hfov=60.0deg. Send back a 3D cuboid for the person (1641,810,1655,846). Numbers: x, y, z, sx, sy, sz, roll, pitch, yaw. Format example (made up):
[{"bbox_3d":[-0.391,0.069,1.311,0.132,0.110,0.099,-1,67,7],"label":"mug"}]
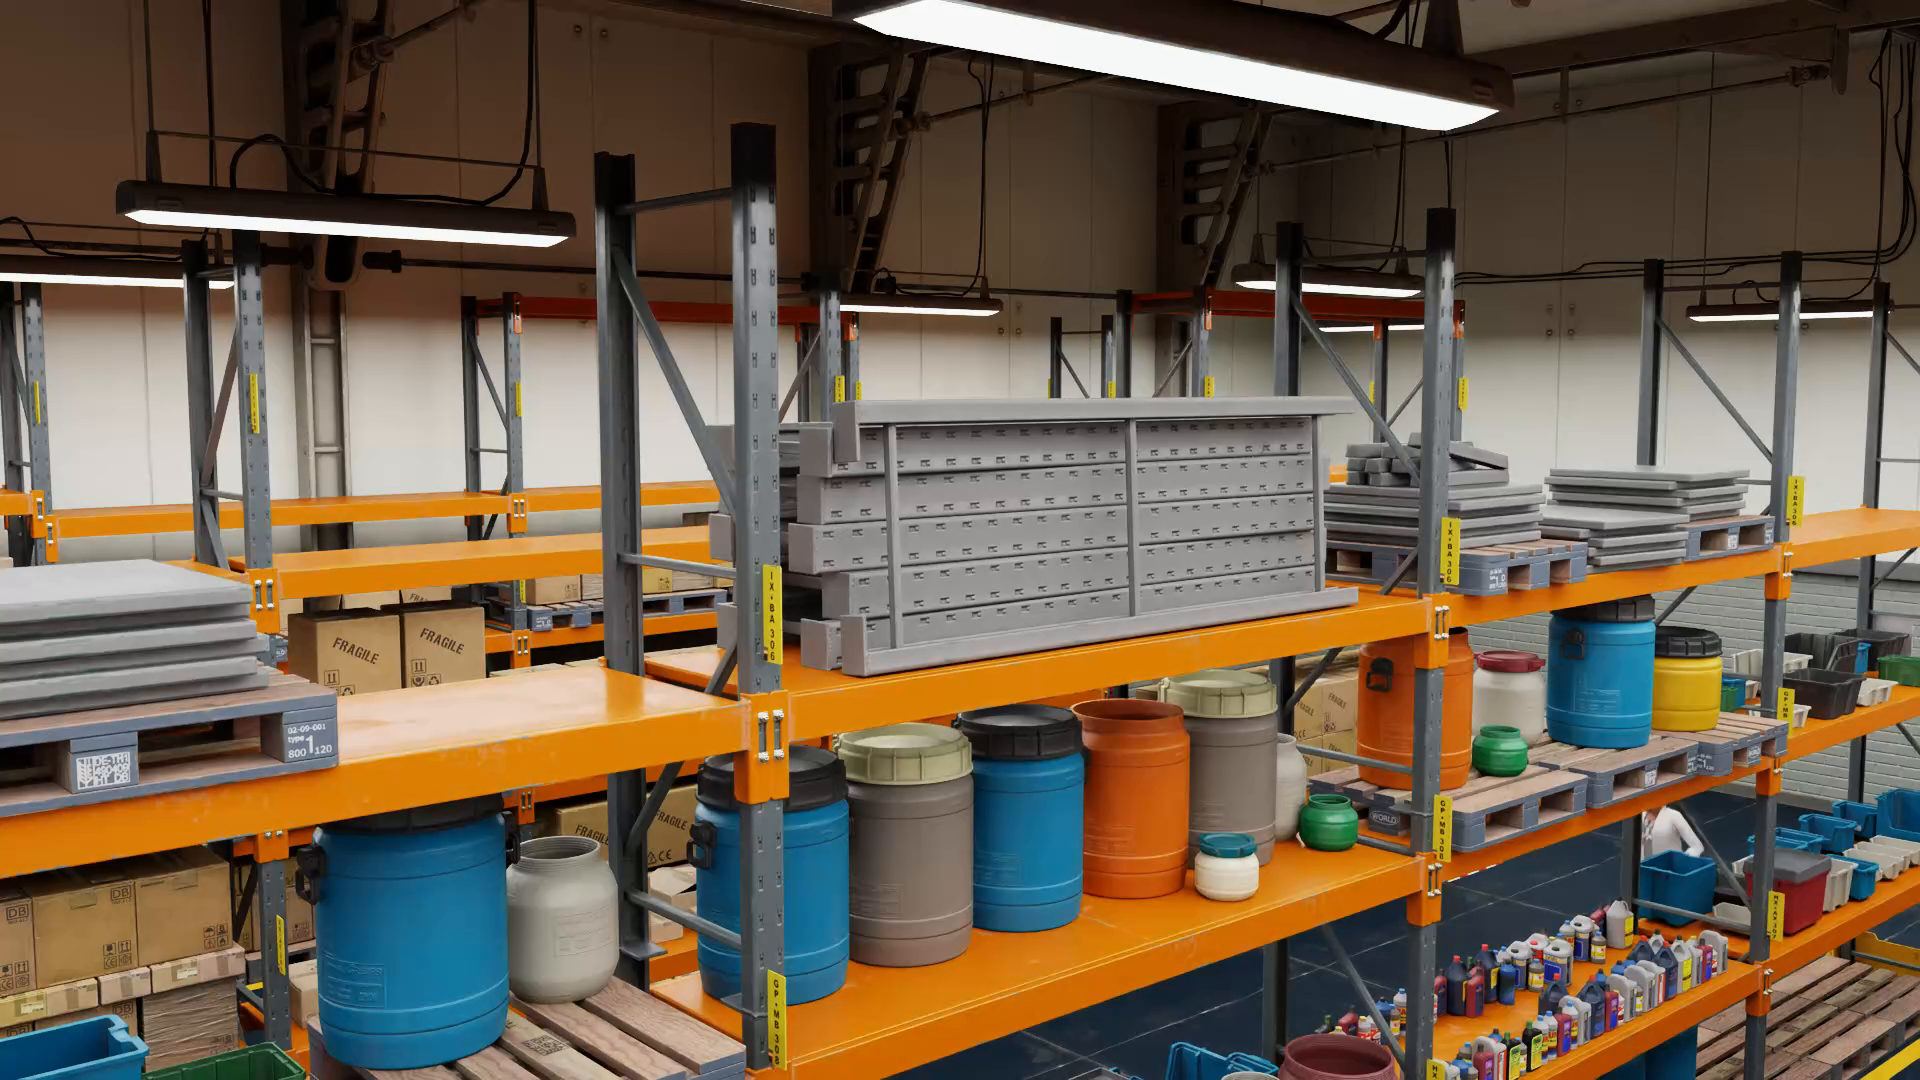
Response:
[{"bbox_3d":[6.111,3.035,14.835,0.656,1.498,0.628,-3,6,-26],"label":"person"}]
